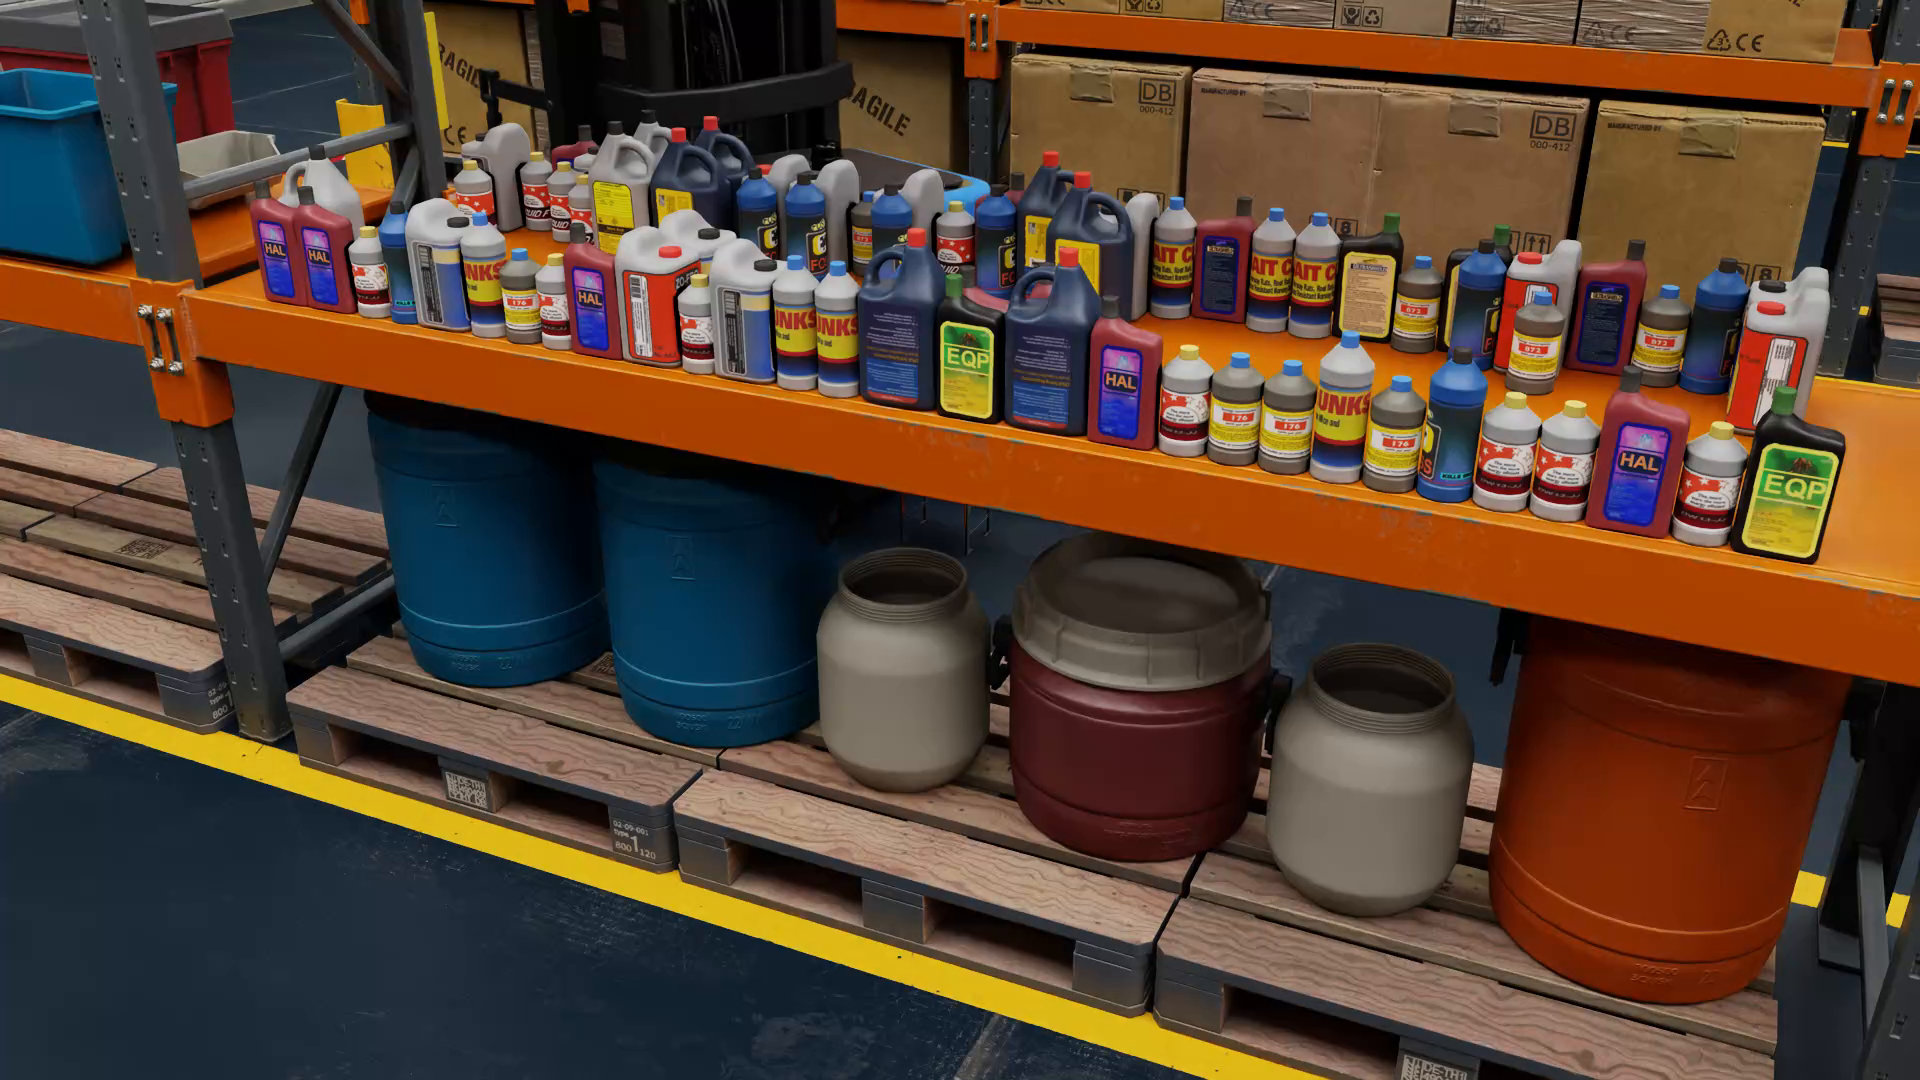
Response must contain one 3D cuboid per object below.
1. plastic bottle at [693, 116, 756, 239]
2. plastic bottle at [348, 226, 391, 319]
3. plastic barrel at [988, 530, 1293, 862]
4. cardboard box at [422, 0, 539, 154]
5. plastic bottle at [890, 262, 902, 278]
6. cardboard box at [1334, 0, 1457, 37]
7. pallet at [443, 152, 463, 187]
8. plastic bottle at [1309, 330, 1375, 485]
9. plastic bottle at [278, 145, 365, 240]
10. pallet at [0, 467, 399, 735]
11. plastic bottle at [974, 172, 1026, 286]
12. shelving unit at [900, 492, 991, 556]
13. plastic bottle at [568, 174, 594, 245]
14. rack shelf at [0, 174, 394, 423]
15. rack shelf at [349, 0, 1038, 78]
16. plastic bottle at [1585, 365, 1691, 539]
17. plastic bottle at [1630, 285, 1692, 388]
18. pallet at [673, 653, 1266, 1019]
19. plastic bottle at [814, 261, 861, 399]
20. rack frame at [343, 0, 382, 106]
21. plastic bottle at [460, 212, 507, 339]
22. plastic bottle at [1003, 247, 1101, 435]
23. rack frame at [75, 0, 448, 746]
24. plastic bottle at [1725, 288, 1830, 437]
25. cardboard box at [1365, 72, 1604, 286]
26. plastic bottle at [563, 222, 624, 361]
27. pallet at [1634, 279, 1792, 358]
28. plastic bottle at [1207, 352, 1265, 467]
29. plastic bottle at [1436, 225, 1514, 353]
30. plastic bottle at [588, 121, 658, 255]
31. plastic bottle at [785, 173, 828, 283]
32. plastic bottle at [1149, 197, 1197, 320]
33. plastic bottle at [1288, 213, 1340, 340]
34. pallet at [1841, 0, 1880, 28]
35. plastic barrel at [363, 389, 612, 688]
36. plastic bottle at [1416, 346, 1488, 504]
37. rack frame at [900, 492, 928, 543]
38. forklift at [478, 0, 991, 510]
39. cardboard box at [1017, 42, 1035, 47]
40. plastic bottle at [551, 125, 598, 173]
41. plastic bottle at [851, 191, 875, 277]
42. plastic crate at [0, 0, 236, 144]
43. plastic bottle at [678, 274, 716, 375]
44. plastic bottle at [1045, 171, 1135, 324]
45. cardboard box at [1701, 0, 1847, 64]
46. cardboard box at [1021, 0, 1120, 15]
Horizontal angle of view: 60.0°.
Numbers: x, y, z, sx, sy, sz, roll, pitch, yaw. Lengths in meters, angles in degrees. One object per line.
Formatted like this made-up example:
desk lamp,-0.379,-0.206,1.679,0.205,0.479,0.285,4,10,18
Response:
plastic bottle,-0.604,-0.895,4.229,0.185,0.351,0.144,11,28,22
plastic bottle,-1.353,-0.622,3.842,0.097,0.201,0.097,0,26,0
plastic barrel,0.416,0.348,3.902,0.708,0.588,0.600,11,28,22
cardboard box,-2.720,-2.861,10.095,0.875,0.875,0.875,11,28,22
plastic bottle,-0.096,-0.471,3.456,0.097,0.271,0.097,0,26,0
cardboard box,2.007,-2.564,7.449,0.500,0.500,0.500,12,29,23
pallet,-2.575,-2.345,10.274,1.213,0.211,1.003,11,28,22
plastic bottle,0.690,-0.243,2.993,0.097,0.271,0.097,0,26,0
plastic bottle,-1.522,-0.764,3.961,0.185,0.351,0.144,11,28,22
pallet,-2.430,0.144,5.218,1.213,0.211,1.003,11,28,22
plastic bottle,0.103,-0.743,3.996,0.133,0.283,0.061,11,28,22
shelving unit,-0.049,-0.481,5.538,0.252,1.050,0.215,11,28,22
plastic bottle,-0.954,-0.836,4.278,0.097,0.201,0.097,0,26,0
rack shelf,-3.565,-1.031,5.262,4.000,0.370,1.077,11,28,22
rack shelf,-1.515,-3.022,9.307,4.000,0.370,1.077,11,28,22
plastic bottle,1.142,-0.149,2.788,0.133,0.283,0.061,11,28,22
plastic bottle,1.454,-0.426,3.445,0.097,0.201,0.097,0,26,0
pallet,0.055,0.643,4.204,1.213,0.211,1.003,11,28,22
plastic bottle,-0.244,-0.431,3.374,0.097,0.271,0.097,0,26,0
rack frame,-3.336,-3.711,9.891,0.127,3.000,1.000,11,28,22
plastic bottle,-1.054,-0.593,3.705,0.097,0.271,0.097,0,26,0
plastic bottle,0.184,-0.392,3.205,0.185,0.351,0.144,11,28,22
rack frame,-1.745,-0.988,4.361,0.127,3.000,1.000,11,28,22
plastic bottle,1.574,-0.349,3.203,0.135,0.276,0.152,11,28,22
cardboard box,2.519,-1.784,7.907,0.875,0.875,1.225,11,28,22
plastic bottle,-0.779,-0.535,3.572,0.133,0.283,0.061,11,28,22
pallet,3.260,-1.171,7.890,1.213,0.211,1.003,11,28,22
plastic bottle,0.513,-0.247,3.081,0.097,0.201,0.097,0,26,0
plastic bottle,1.112,-0.541,3.584,0.133,0.283,0.061,11,28,22
plastic bottle,-0.832,-0.871,4.180,0.185,0.351,0.144,11,28,22
plastic bottle,-0.373,-0.751,4.025,0.097,0.271,0.097,0,26,0
plastic bottle,0.491,-0.651,3.822,0.097,0.271,0.097,0,26,0
plastic bottle,0.790,-0.591,3.701,0.097,0.271,0.097,0,26,0
pallet,8.760,-4.838,15.338,1.213,0.211,1.003,11,28,22
plastic barrel,-1.256,-0.129,4.515,0.708,0.901,0.600,11,28,22
plastic bottle,0.867,-0.207,2.921,0.097,0.271,0.097,0,26,0
rack frame,-0.160,-0.503,5.583,0.008,1.050,0.200,11,28,22
forklift,-1.240,-1.939,6.371,1.130,2.935,3.031,-23,34,-39
cardboard box,0.568,-4.094,13.422,0.250,0.149,0.380,11,28,22
plastic bottle,-1.023,-0.969,4.455,0.133,0.283,0.061,11,28,22
plastic bottle,-0.221,-0.763,4.128,0.097,0.201,0.097,0,26,0
plastic crate,-2.454,-1.308,4.870,0.583,0.464,0.402,11,28,22
plastic bottle,-0.544,-0.459,3.512,0.097,0.201,0.097,0,26,0
plastic bottle,0.290,-0.642,3.714,0.185,0.351,0.144,11,28,22
cardboard box,3.395,-2.283,6.879,0.500,0.500,0.500,12,29,23
cardboard box,0.621,-2.840,8.008,0.500,0.500,0.500,11,28,22
